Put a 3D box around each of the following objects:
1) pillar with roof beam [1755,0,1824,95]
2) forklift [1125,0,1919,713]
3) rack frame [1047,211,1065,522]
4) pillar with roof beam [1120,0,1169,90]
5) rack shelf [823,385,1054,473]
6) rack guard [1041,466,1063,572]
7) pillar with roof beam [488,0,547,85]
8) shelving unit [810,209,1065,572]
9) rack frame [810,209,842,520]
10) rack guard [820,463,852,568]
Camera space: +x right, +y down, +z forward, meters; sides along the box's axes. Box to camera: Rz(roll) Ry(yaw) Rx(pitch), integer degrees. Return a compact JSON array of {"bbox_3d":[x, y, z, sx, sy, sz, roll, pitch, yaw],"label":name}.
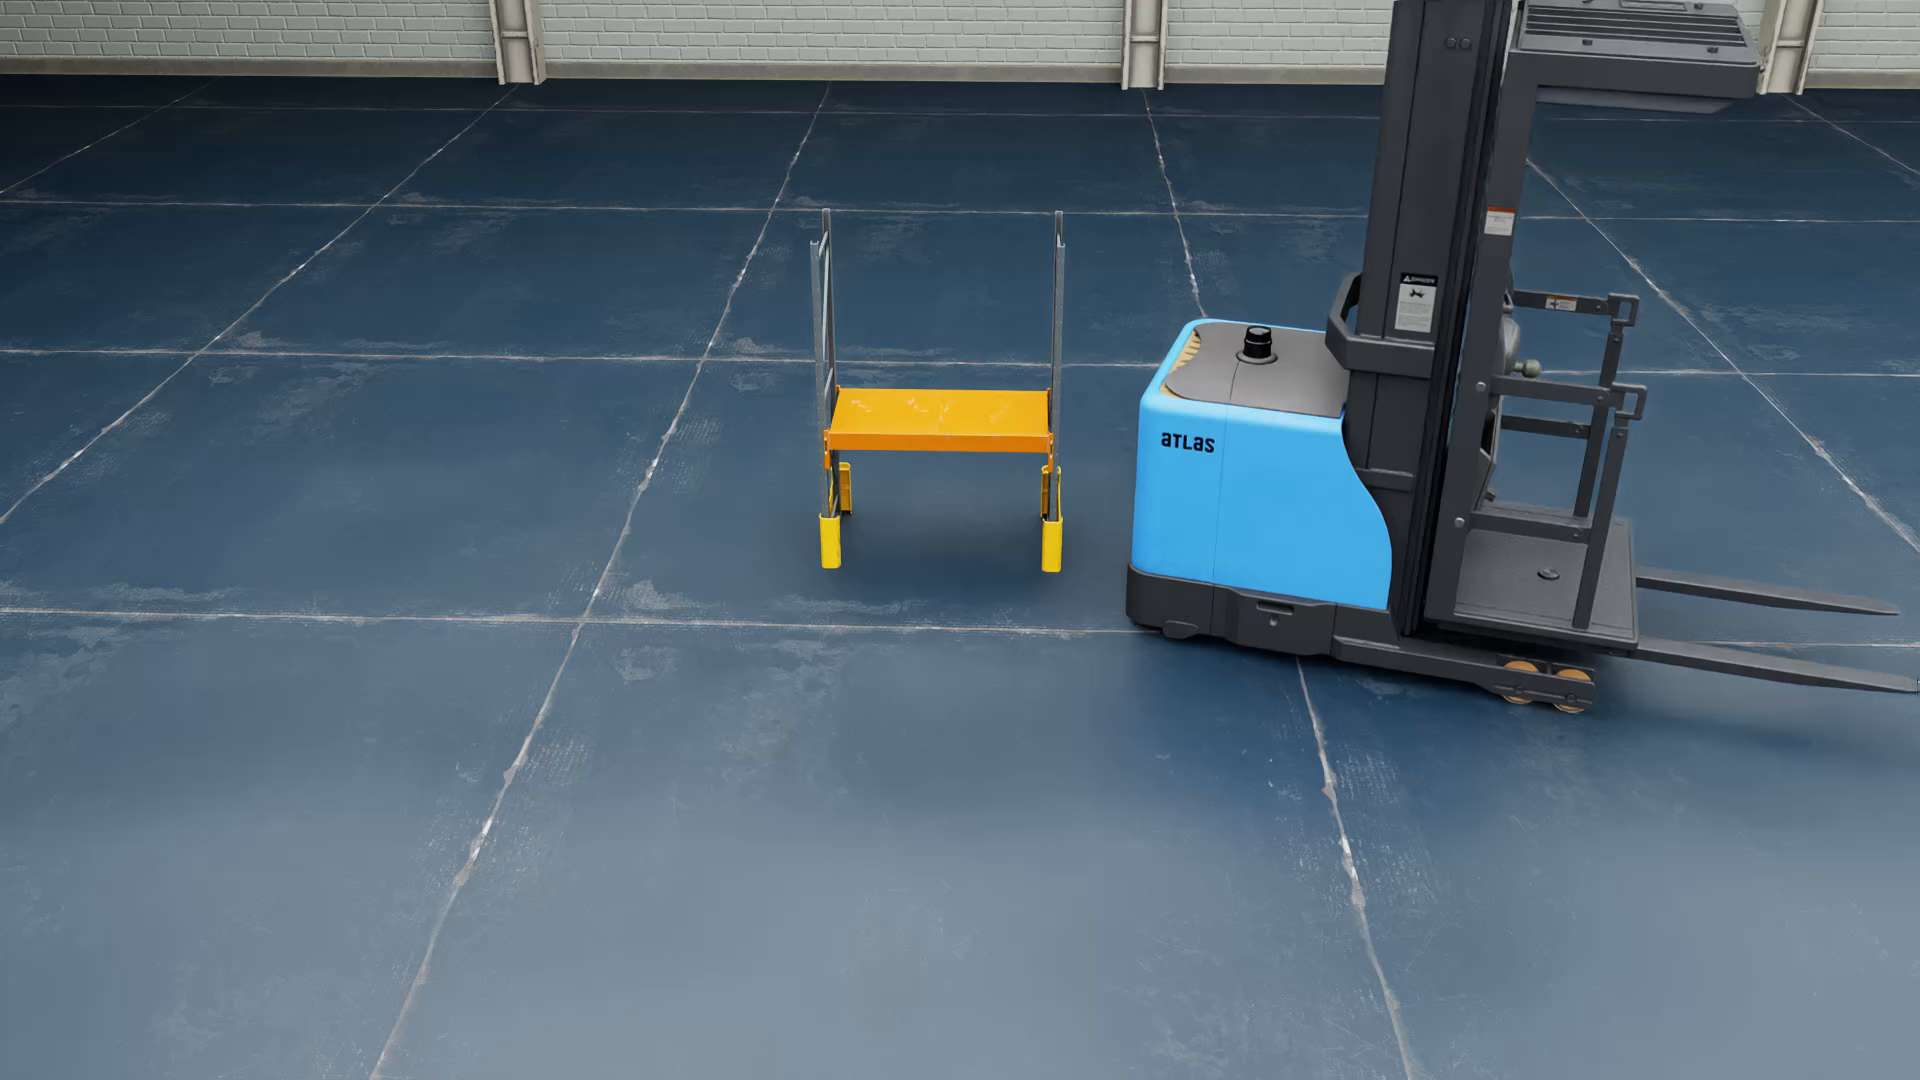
[{"bbox_3d":[7.592,-6.231,9.897,0.400,9.000,9.100,1,28,2],"label":"pillar with roof beam"},{"bbox_3d":[2.273,-0.902,6.323,3.031,2.935,1.130,9,29,16],"label":"forklift"},{"bbox_3d":[0.423,-0.656,7.386,0.032,1.500,0.500,1,28,2],"label":"rack frame"},{"bbox_3d":[1.595,-6.330,10.084,0.400,9.000,9.100,1,28,2],"label":"pillar with roof beam"},{"bbox_3d":[-0.085,-0.505,7.486,1.000,0.185,0.538,1,28,2],"label":"rack shelf"},{"bbox_3d":[0.422,-0.103,7.678,0.087,0.250,0.587,1,28,2],"label":"rack guard"},{"bbox_3d":[-4.401,-6.429,10.271,0.400,9.000,9.100,1,28,2],"label":"pillar with roof beam"},{"bbox_3d":[-0.076,-0.664,7.401,1.083,1.500,0.587,1,28,2],"label":"shelving unit"},{"bbox_3d":[-0.593,-0.672,7.417,0.032,1.500,0.500,1,28,2],"label":"rack frame"},{"bbox_3d":[-0.574,-0.120,7.709,0.087,0.250,0.587,1,28,2],"label":"rack guard"}]
